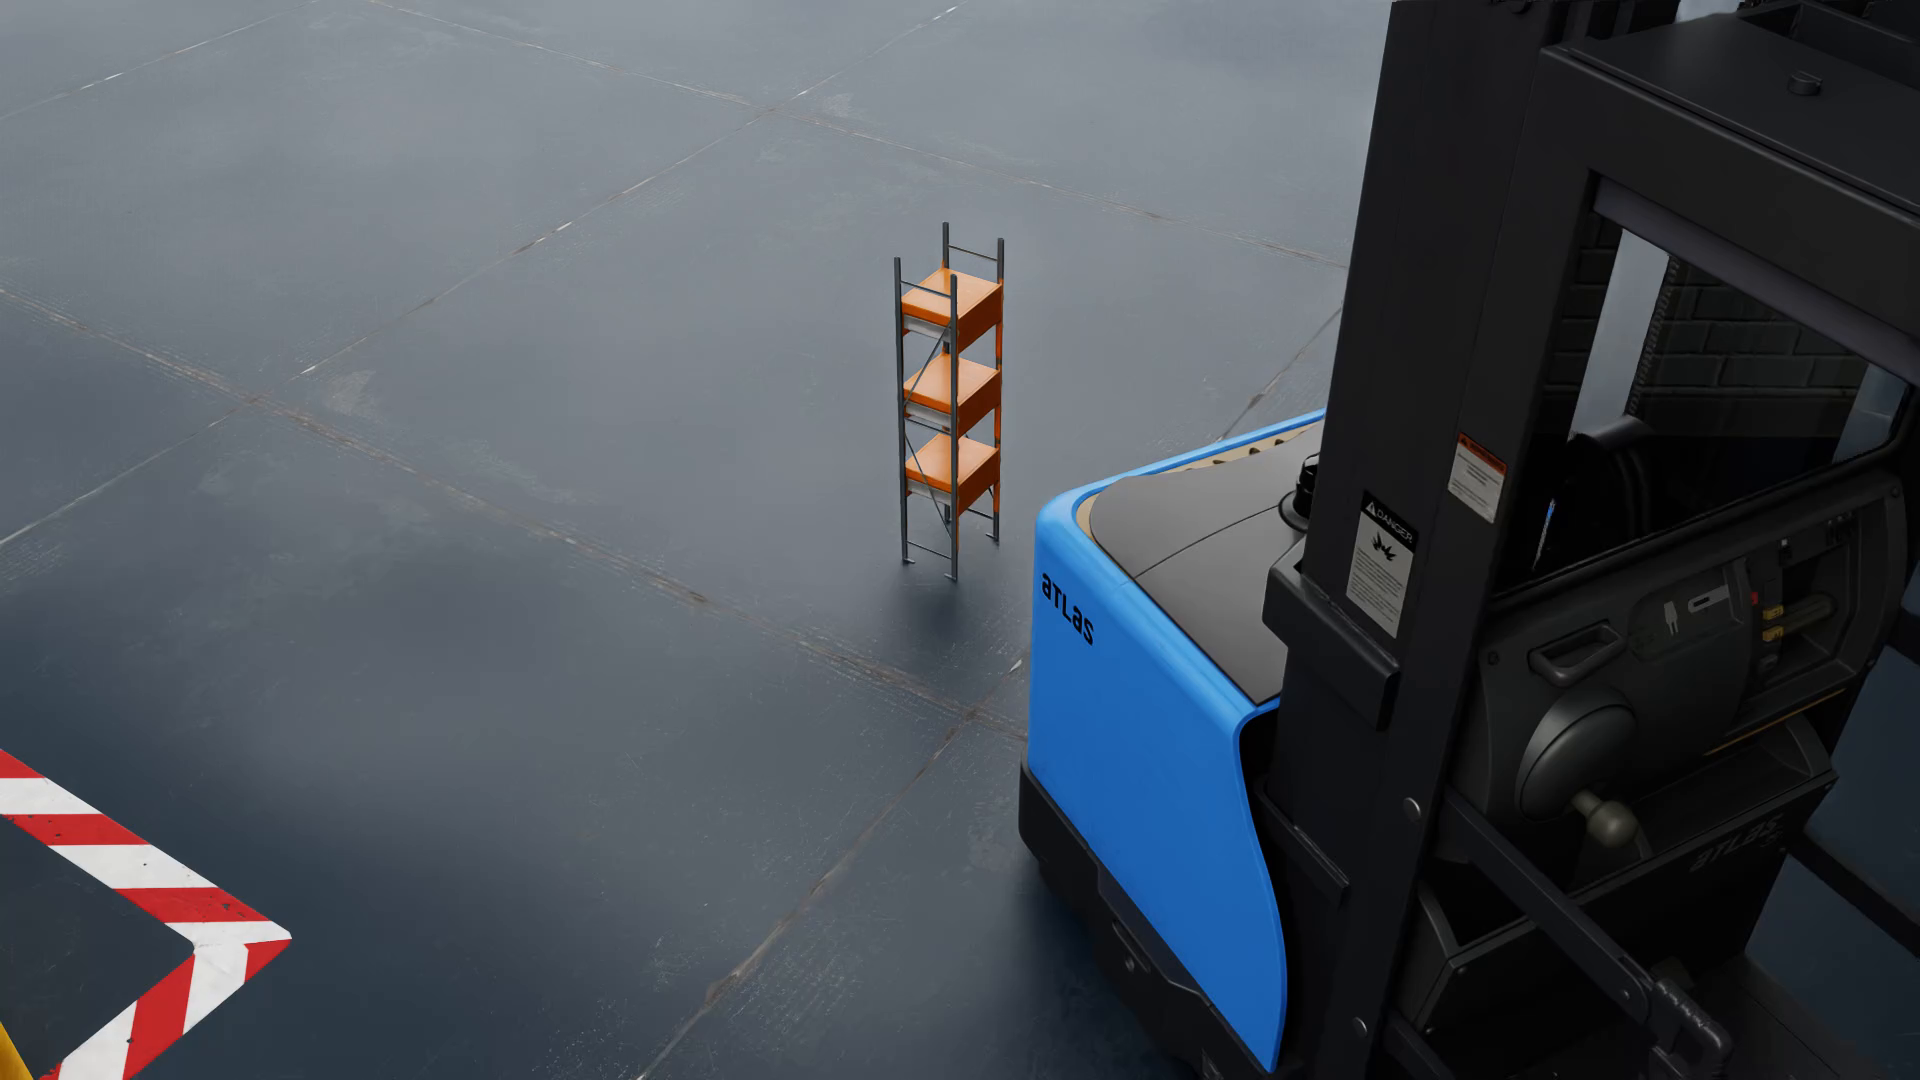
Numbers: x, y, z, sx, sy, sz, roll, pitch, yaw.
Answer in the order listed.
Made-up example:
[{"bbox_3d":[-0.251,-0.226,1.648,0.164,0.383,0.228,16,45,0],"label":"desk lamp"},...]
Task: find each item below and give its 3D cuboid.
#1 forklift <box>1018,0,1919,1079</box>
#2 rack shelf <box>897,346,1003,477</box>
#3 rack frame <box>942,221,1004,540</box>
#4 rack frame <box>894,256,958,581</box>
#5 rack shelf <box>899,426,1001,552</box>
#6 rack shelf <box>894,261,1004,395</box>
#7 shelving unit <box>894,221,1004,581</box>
[{"bbox_3d":[1.287,0.257,2.515,1.130,2.935,3.031,-18,41,-22],"label":"forklift"},{"bbox_3d":[-0.029,-0.380,4.900,0.215,0.259,0.240,21,42,25],"label":"rack shelf"},{"bbox_3d":[0.037,-0.451,4.975,0.200,1.050,0.008,21,42,25],"label":"rack frame"},{"bbox_3d":[-0.094,-0.325,4.812,0.200,1.050,0.008,21,42,25],"label":"rack frame"},{"bbox_3d":[-0.029,-0.160,5.070,0.215,0.259,0.240,21,42,25],"label":"rack shelf"},{"bbox_3d":[-0.029,-0.605,4.727,0.215,0.259,0.240,21,42,25],"label":"rack shelf"},{"bbox_3d":[-0.029,-0.388,4.894,0.215,1.050,0.252,21,42,25],"label":"shelving unit"}]
